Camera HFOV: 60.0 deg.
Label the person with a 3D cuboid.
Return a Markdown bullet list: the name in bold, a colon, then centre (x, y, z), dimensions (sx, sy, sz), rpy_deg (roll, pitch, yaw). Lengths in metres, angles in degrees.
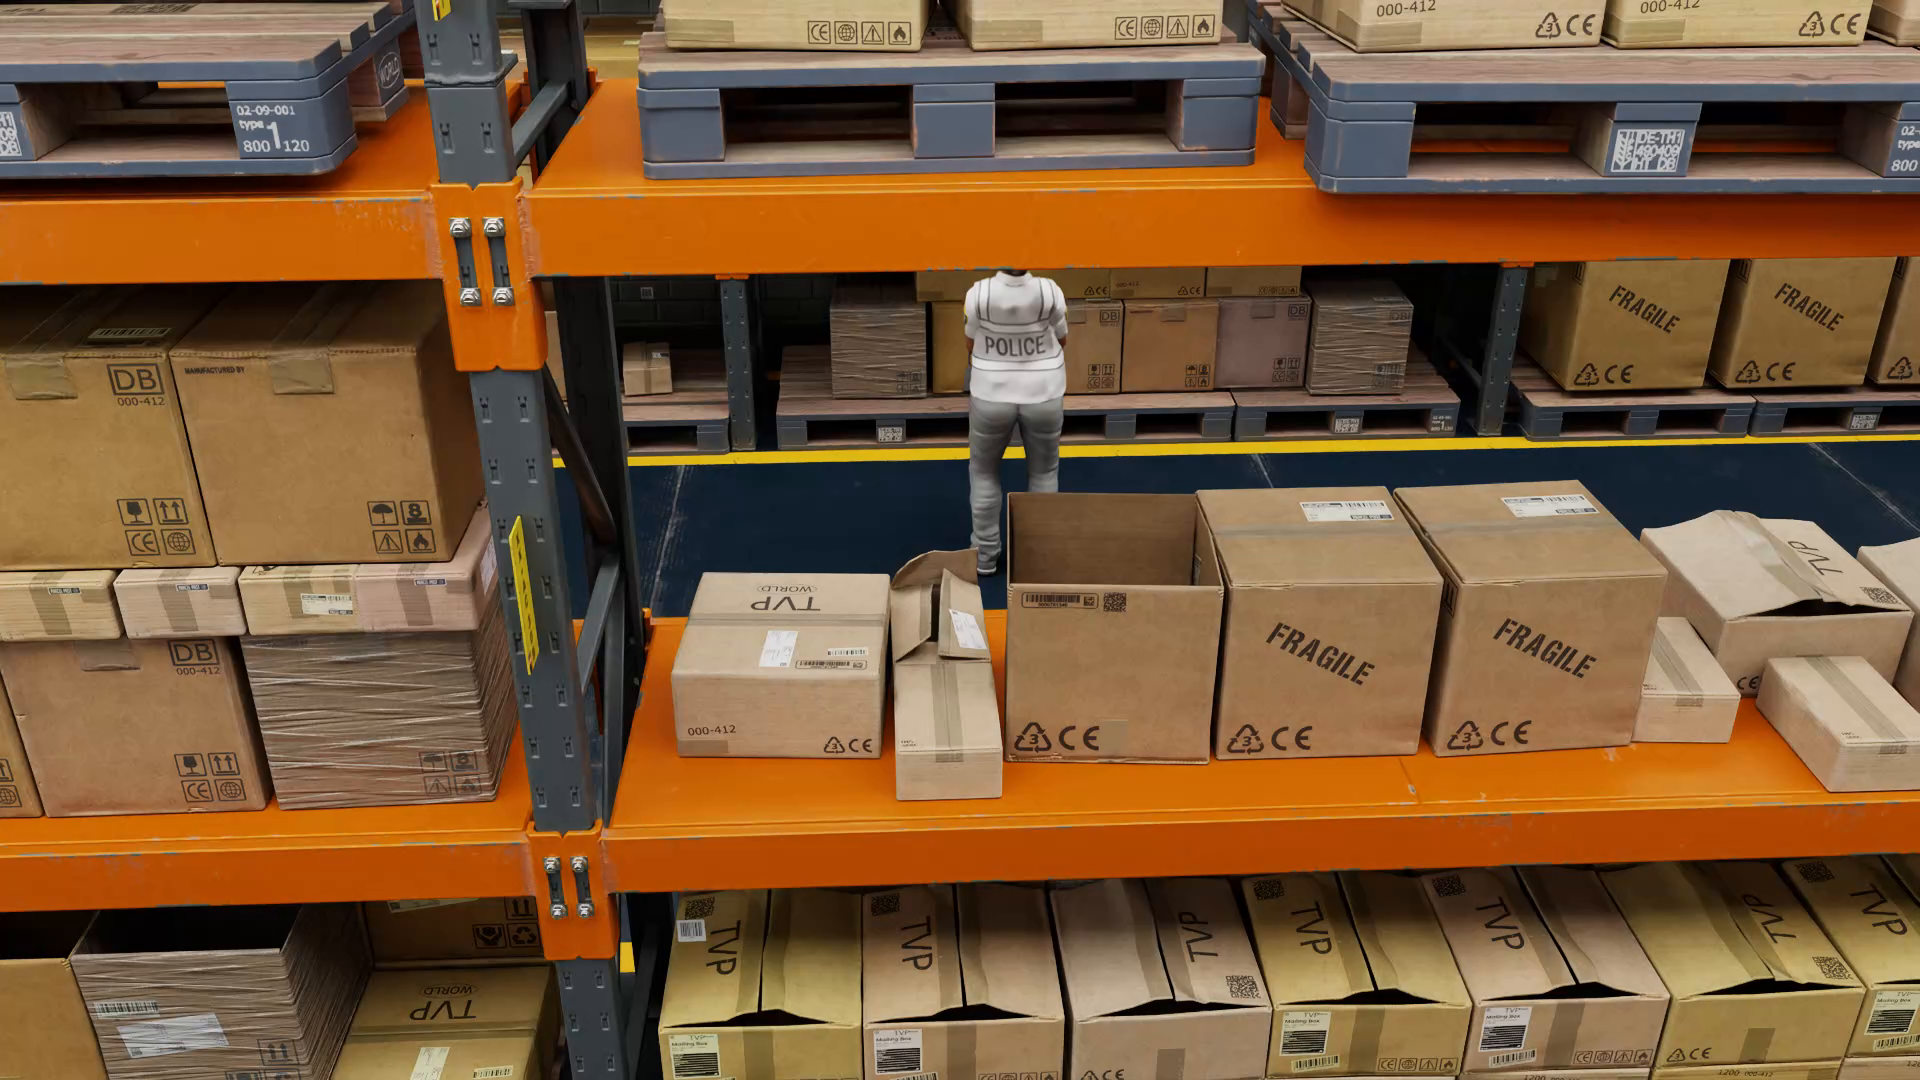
- **person**: centre (0.237, -0.650, 7.366), dimensions (0.455, 1.656, 0.541), rpy_deg (-1, 28, -2)
